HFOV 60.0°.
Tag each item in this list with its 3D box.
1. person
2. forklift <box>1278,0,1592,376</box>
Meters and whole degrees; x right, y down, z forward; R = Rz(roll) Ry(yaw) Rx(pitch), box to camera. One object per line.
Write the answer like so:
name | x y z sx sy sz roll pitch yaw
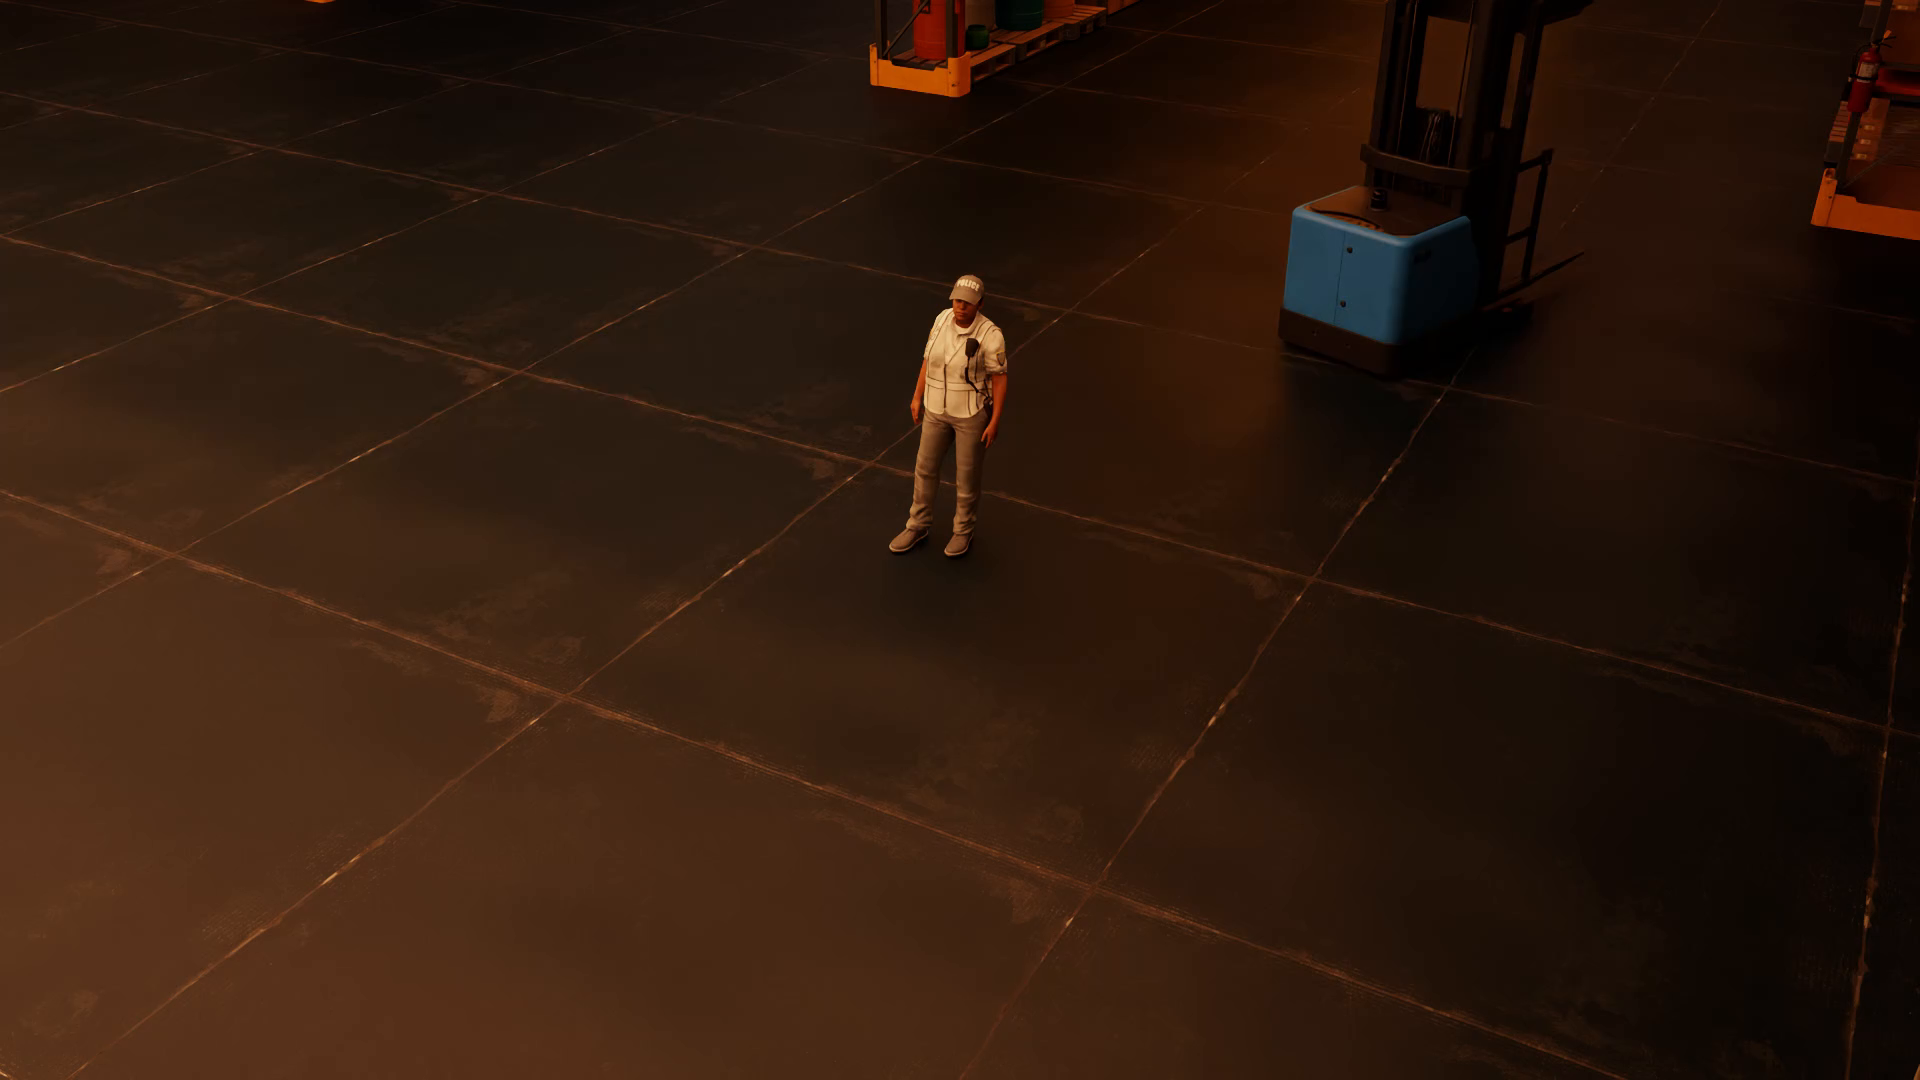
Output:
person | -0.057 -0.700 9.534 0.598 1.670 0.529 15 33 25
forklift | 3.814 -3.069 12.388 3.031 2.935 1.130 -25 38 -36
